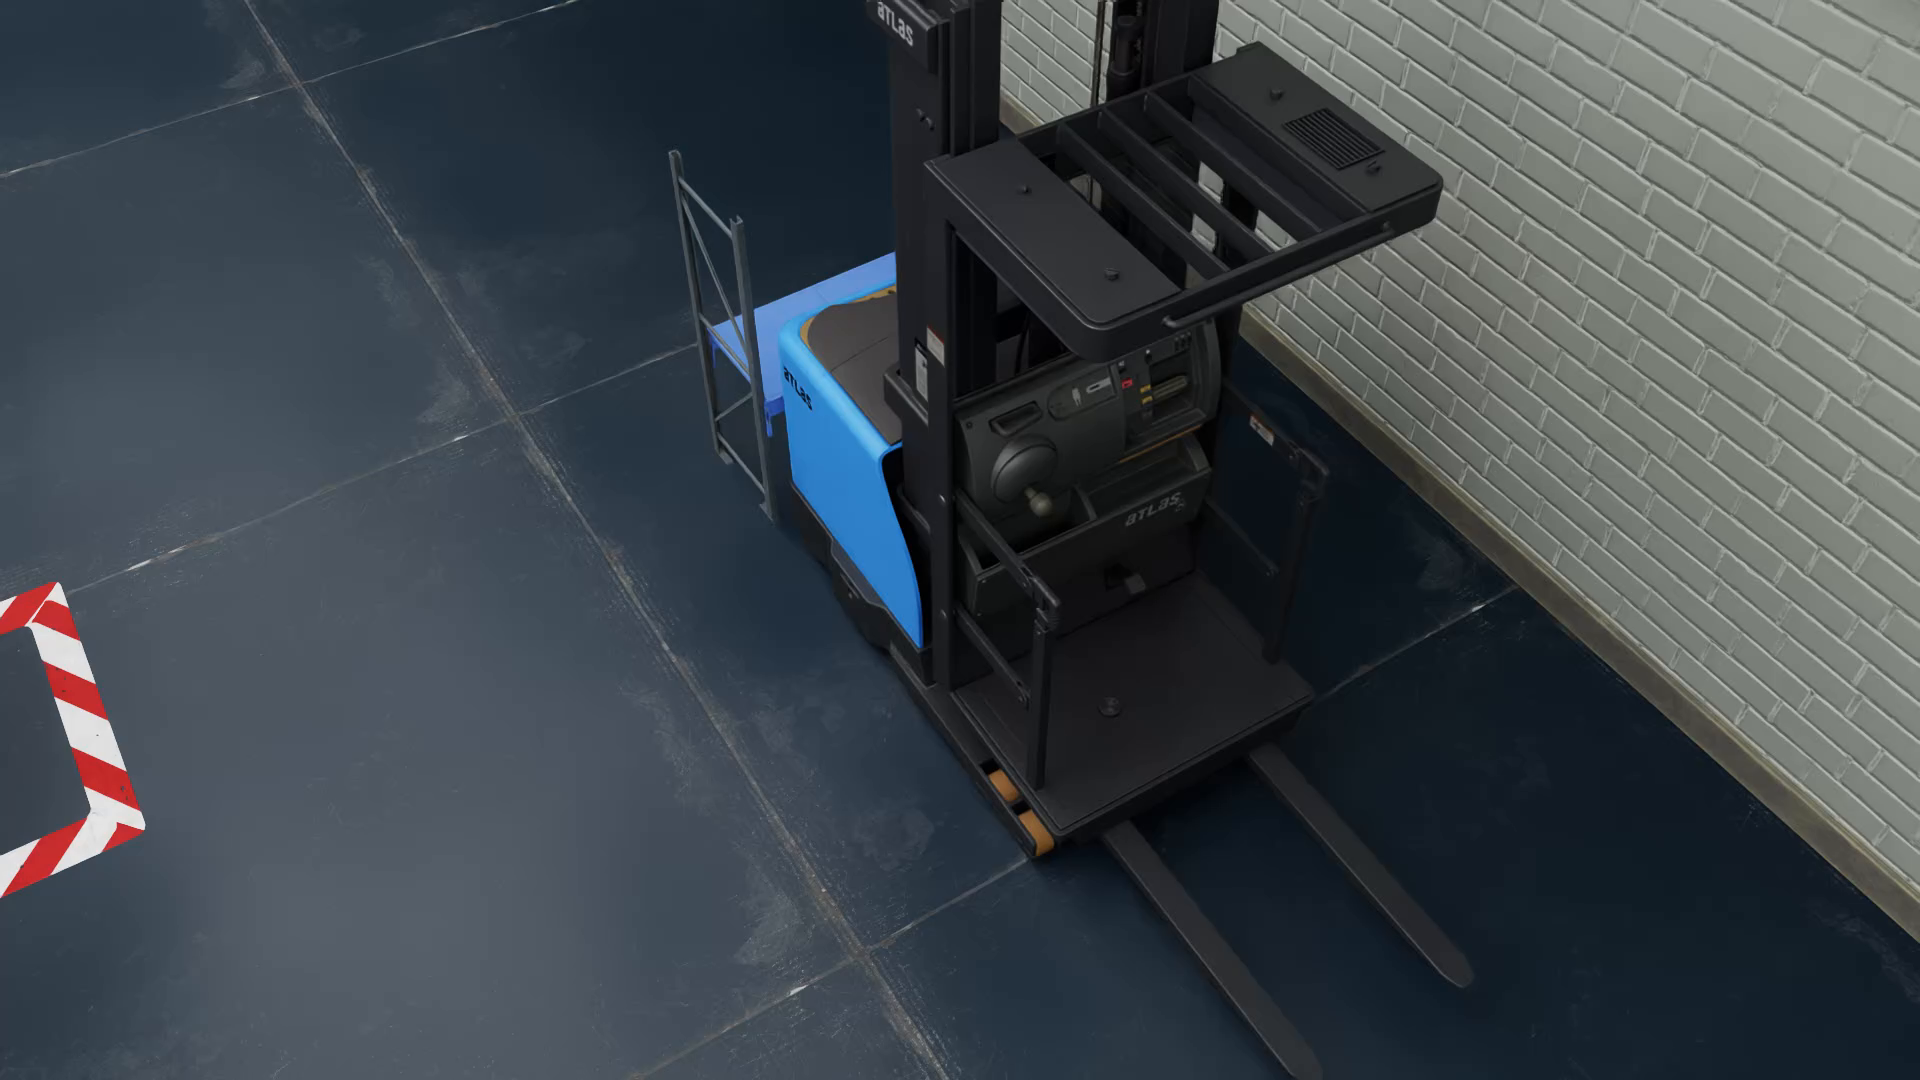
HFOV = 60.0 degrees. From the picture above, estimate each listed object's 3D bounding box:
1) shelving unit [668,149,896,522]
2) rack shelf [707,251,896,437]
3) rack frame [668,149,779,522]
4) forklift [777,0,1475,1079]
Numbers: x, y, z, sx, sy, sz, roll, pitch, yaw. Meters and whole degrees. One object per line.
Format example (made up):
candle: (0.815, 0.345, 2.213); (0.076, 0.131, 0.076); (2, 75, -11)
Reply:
shelving unit: (-0.464, -0.942, 6.530); (1.048, 1.500, 0.538); (-26, 53, -22)
rack shelf: (-0.464, -0.823, 6.665); (1.000, 0.185, 0.538); (-26, 53, -22)
rack frame: (-0.887, -0.732, 6.343); (0.032, 1.500, 0.500); (-26, 53, -22)
forklift: (0.528, -0.291, 4.992); (1.130, 2.935, 3.031); (-25, 53, -20)
